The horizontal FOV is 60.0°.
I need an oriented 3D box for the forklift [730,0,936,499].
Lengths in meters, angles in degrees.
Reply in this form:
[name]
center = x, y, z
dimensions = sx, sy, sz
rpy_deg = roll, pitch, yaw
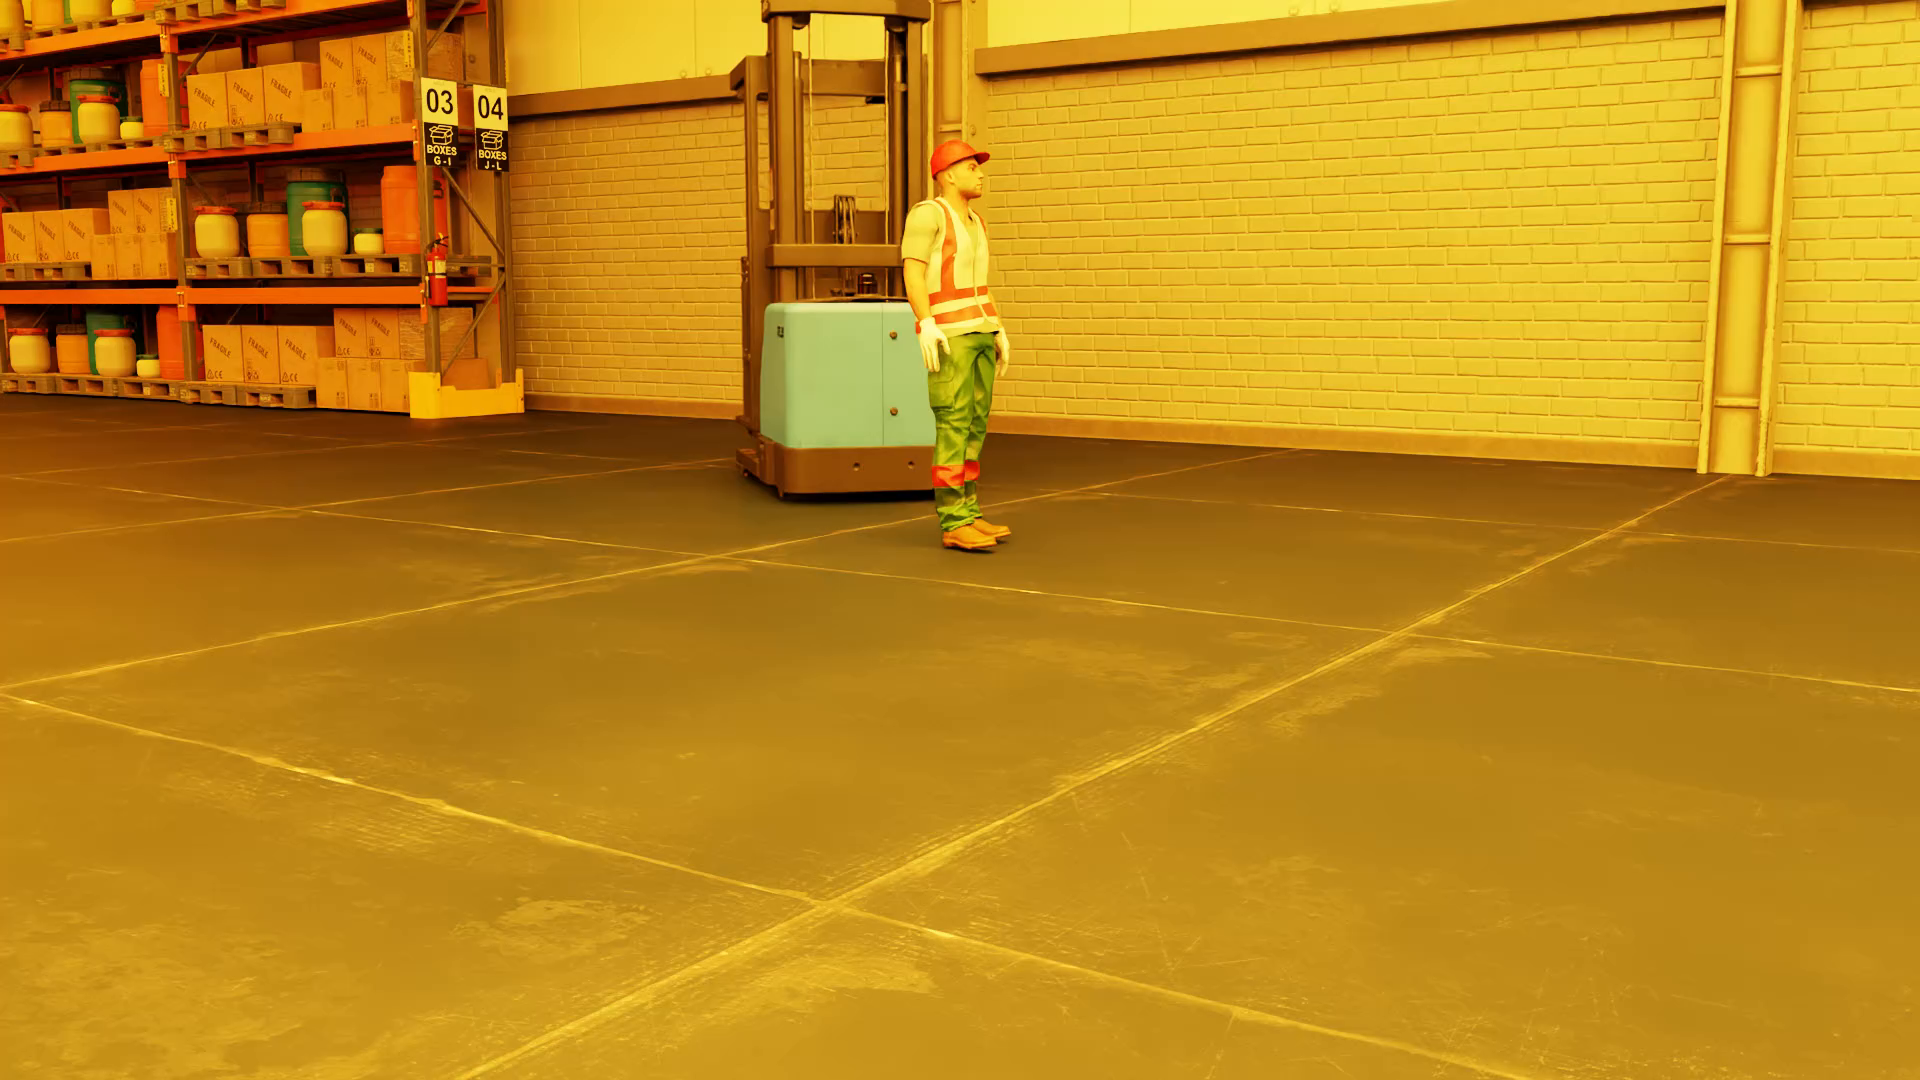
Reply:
[forklift]
center = -0.795, -1.848, 10.188
dimensions = 1.130, 2.935, 3.031
rpy_deg = -2, 8, -15

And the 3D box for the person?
[person]
center = 0.059, -0.885, 7.422
dimensions = 0.563, 1.788, 0.638
rpy_deg = 5, 10, 34
